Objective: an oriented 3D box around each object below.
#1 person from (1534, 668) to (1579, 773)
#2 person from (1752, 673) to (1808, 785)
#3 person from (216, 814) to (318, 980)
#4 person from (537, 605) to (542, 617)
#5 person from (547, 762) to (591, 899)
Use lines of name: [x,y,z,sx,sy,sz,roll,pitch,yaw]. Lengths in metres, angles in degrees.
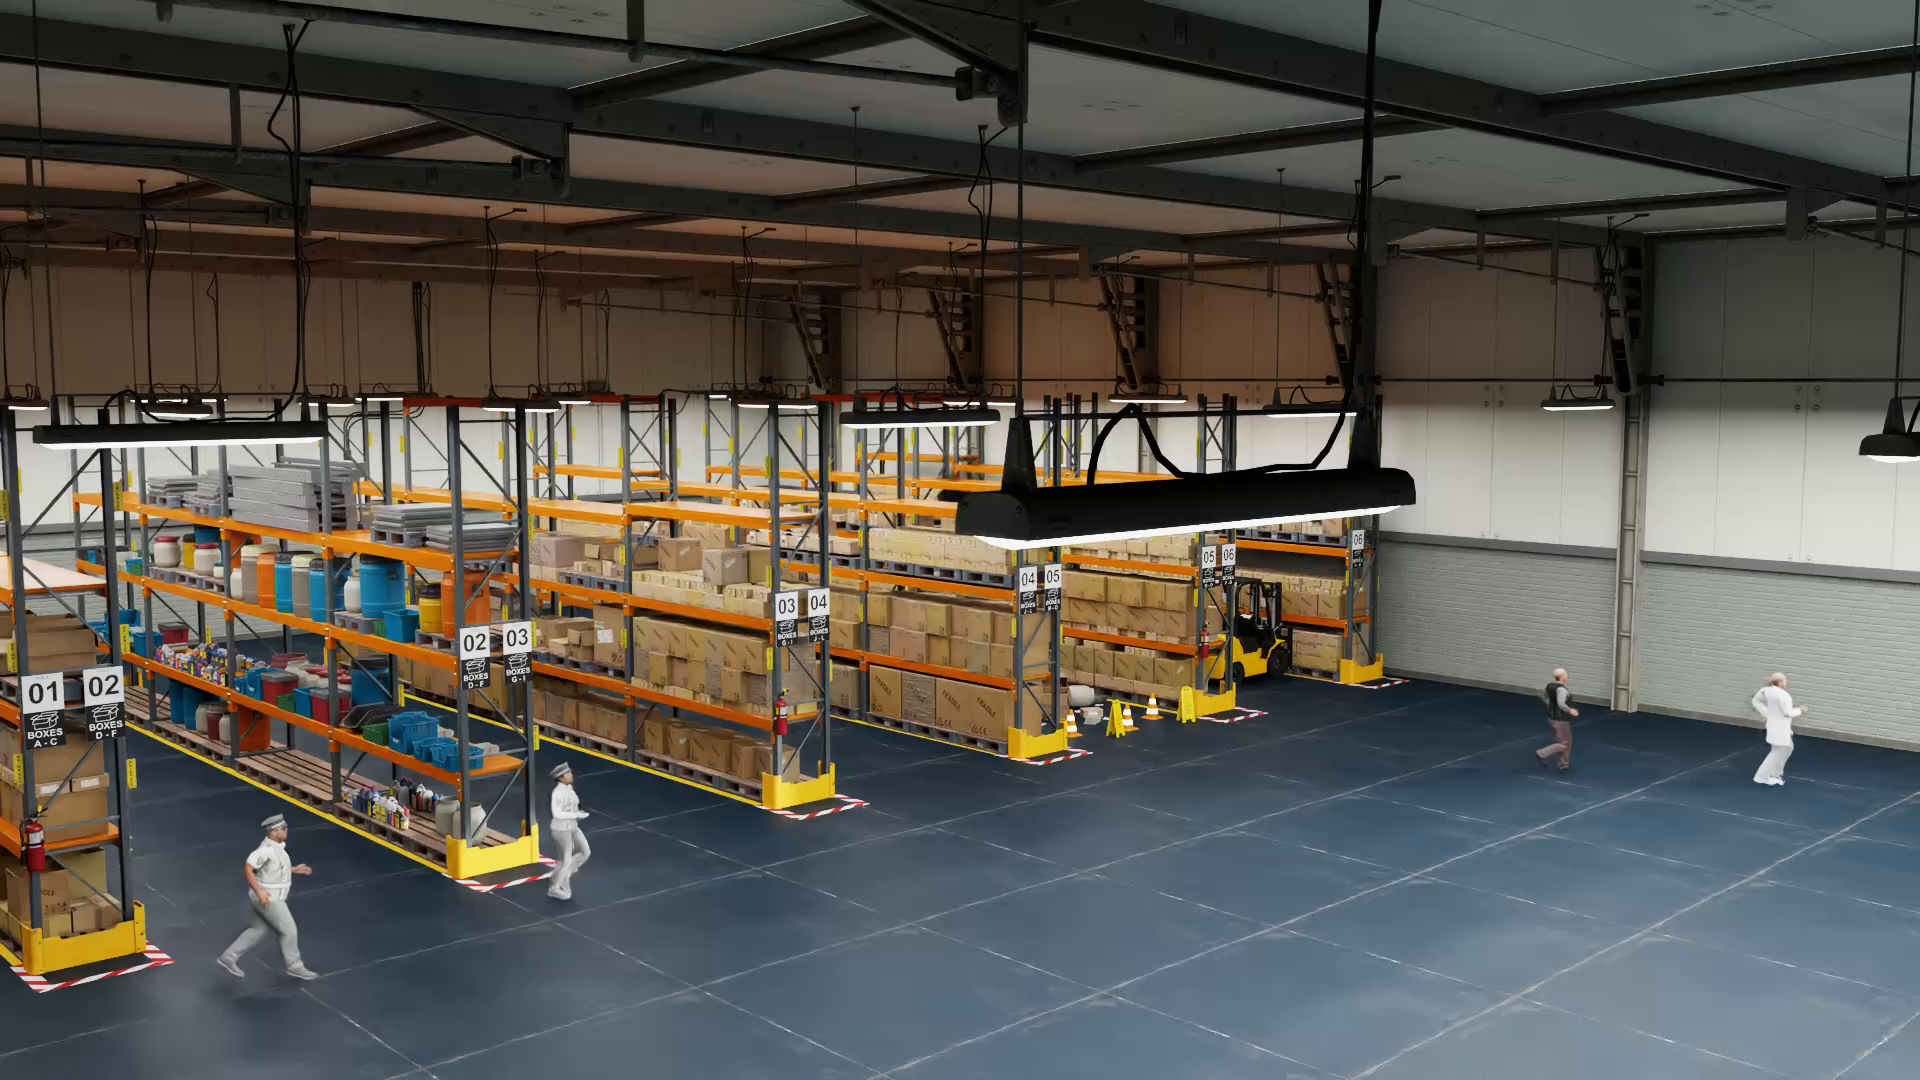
person: [9.575,2.905,26.711,0.752,1.695,0.657,0,6,-2]
person: [12.748,2.959,25.861,0.755,1.814,0.688,0,6,2]
person: [-7.288,3.768,17.462,0.963,1.789,0.613,-2,6,-23]
person: [-8.795,2.143,34.432,0.599,1.733,0.686,4,7,36]
person: [-4.768,3.535,20.302,0.567,1.679,0.630,0,6,4]
